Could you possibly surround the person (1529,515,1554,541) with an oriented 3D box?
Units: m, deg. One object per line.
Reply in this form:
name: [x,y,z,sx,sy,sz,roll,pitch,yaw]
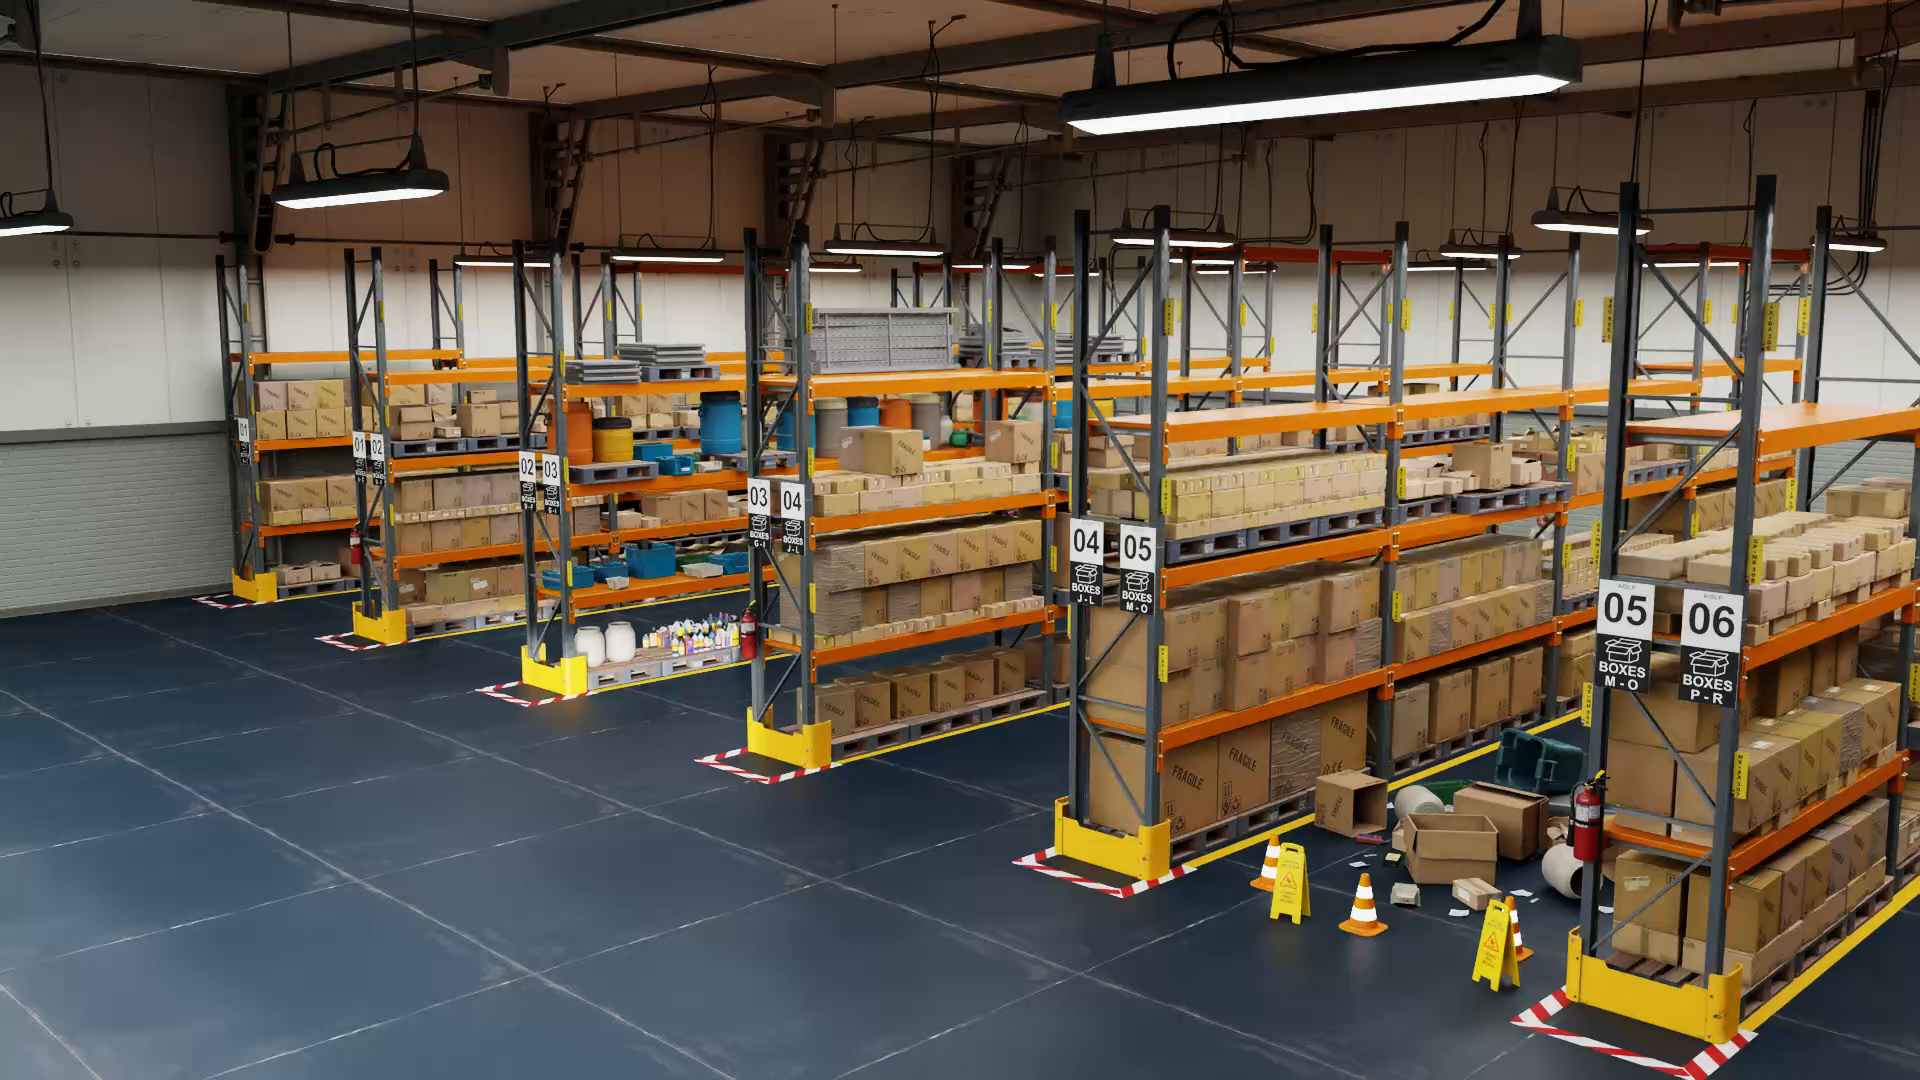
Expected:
person: [10.106,0.348,28.765,0.549,1.649,0.755,6,10,34]
